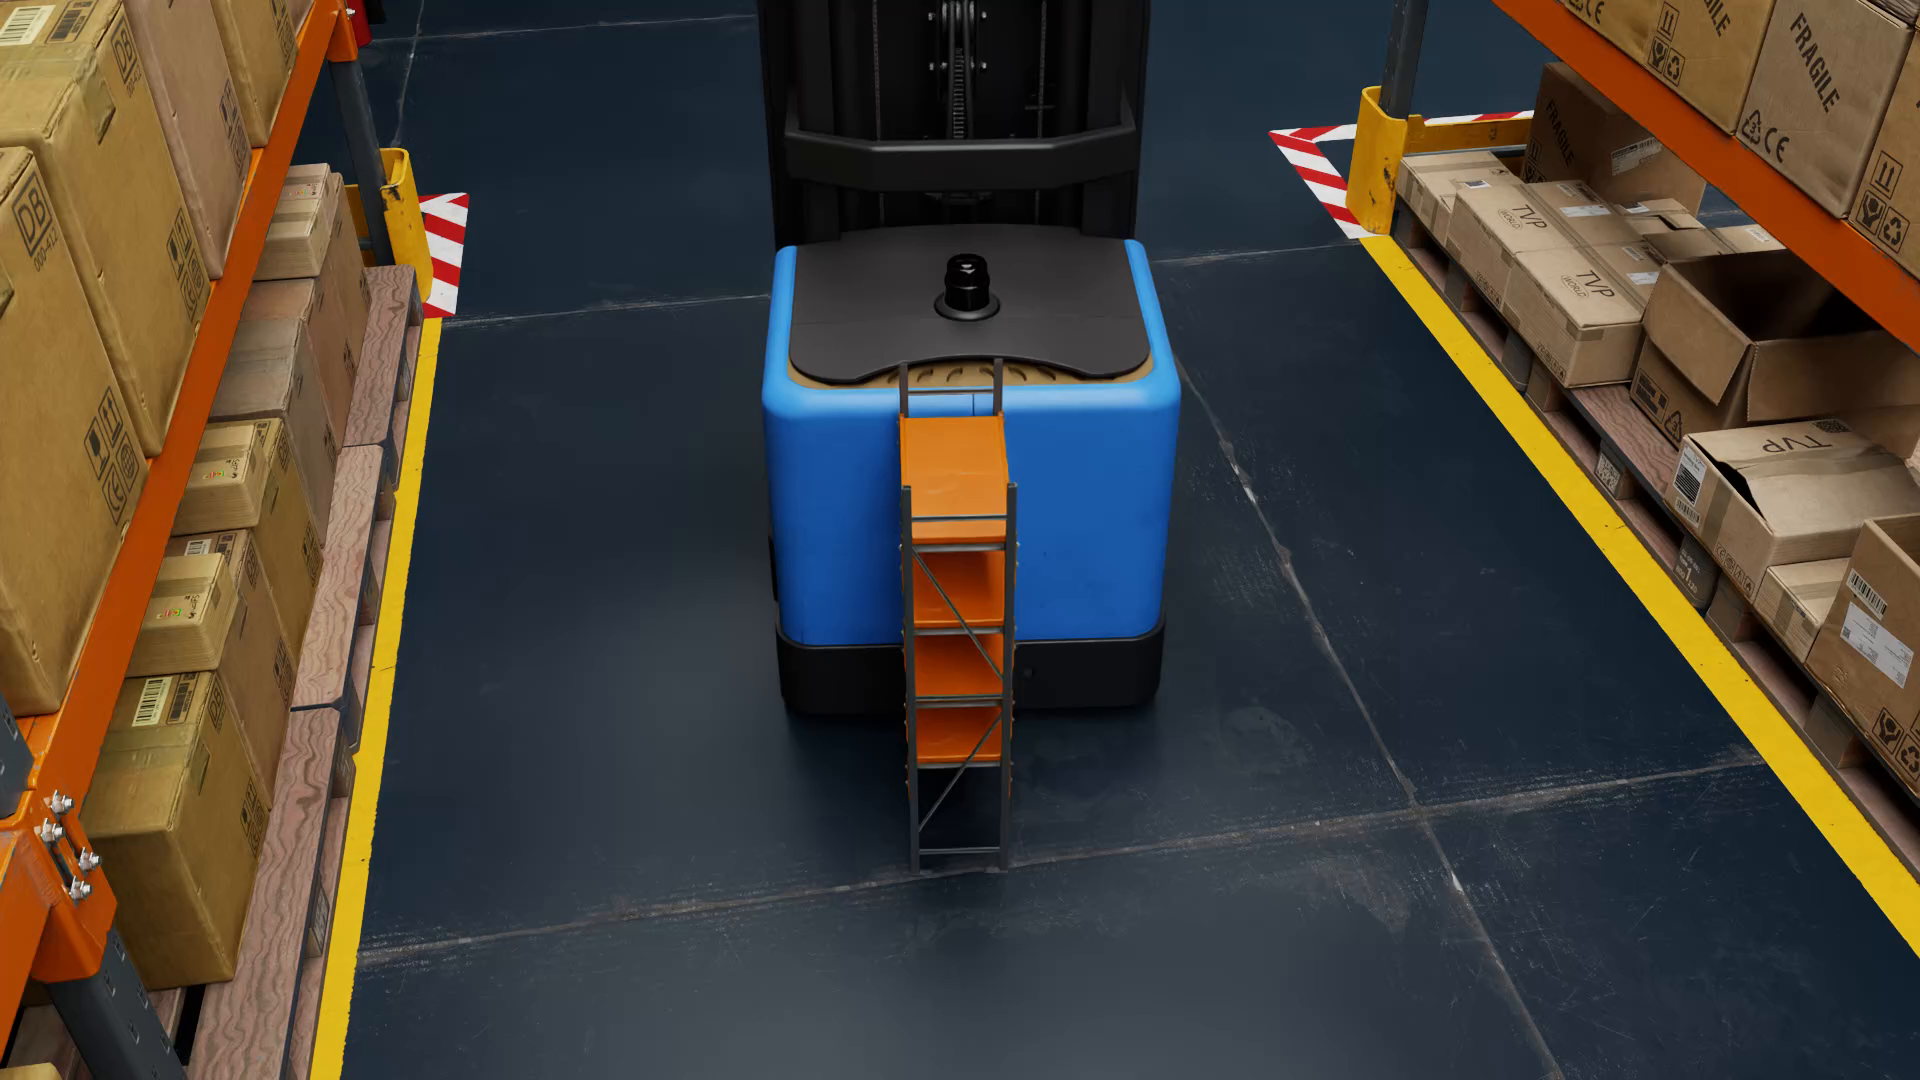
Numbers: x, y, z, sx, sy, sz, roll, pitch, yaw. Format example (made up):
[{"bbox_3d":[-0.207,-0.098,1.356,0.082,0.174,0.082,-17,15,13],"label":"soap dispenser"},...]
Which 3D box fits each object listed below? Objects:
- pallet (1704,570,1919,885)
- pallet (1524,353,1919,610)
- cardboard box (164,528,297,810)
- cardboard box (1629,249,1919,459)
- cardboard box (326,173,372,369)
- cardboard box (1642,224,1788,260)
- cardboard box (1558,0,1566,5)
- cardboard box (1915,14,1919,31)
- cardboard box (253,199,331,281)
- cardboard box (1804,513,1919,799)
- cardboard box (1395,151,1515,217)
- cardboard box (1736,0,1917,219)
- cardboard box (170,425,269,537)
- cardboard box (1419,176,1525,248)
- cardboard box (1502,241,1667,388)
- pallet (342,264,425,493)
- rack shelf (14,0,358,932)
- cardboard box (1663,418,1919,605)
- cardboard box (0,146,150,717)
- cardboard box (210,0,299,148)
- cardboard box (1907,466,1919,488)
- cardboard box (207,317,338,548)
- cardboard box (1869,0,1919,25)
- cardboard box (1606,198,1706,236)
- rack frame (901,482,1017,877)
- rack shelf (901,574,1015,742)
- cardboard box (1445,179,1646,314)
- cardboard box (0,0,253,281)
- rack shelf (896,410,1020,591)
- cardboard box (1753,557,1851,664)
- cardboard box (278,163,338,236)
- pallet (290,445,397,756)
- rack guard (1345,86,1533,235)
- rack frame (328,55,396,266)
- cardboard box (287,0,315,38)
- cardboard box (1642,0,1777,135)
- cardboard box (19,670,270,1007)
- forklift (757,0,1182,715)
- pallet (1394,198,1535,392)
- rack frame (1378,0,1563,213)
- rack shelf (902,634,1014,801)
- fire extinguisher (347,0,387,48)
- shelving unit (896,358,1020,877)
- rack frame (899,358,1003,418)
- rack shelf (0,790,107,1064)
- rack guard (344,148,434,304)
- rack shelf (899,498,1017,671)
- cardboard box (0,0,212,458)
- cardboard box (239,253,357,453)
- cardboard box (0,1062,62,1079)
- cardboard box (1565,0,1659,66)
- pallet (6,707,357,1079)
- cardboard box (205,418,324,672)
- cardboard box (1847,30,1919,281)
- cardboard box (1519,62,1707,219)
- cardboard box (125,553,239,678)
[{"bbox_3d":[2.805,0.451,4.498,1.003,0.211,1.213,-6,38,-8],"label":"pallet"},{"bbox_3d":[2.588,-0.288,5.448,1.003,0.211,1.213,-6,38,-8],"label":"pallet"},{"bbox_3d":[-2.066,0.354,4.044,0.700,0.500,0.500,-7,38,-8],"label":"cardboard box"},{"bbox_3d":[2.590,-0.558,5.199,0.797,0.503,0.637,-6,38,-8],"label":"cardboard box"},{"bbox_3d":[-2.431,-0.883,5.637,0.700,0.500,0.500,-6,38,-8],"label":"cardboard box"},{"bbox_3d":[2.698,-0.860,5.795,0.500,0.250,0.500,-6,38,-8],"label":"cardboard box"},{"bbox_3d":[2.137,-2.084,5.405,0.500,0.500,0.500,-7,38,-8],"label":"cardboard box"},{"bbox_3d":[2.489,-1.257,3.526,0.500,0.500,0.500,-7,38,-9],"label":"cardboard box"},{"bbox_3d":[-2.184,-0.927,5.165,0.380,0.149,0.250,-5,38,-7],"label":"cardboard box"},{"bbox_3d":[2.546,0.264,4.144,0.500,0.500,0.500,-6,38,-8],"label":"cardboard box"},{"bbox_3d":[1.959,-1.410,6.585,0.380,0.149,0.250,-6,38,-8],"label":"cardboard box"},{"bbox_3d":[2.401,-1.171,4.230,0.500,0.500,0.500,-5,38,-7],"label":"cardboard box"},{"bbox_3d":[-1.954,-0.140,4.151,0.380,0.149,0.250,-7,38,-9],"label":"cardboard box"},{"bbox_3d":[2.003,-1.266,6.385,0.380,0.166,0.250,-6,38,-8],"label":"cardboard box"},{"bbox_3d":[2.215,-0.776,5.687,0.500,0.250,0.500,-6,38,-8],"label":"cardboard box"},{"bbox_3d":[-2.435,-0.541,5.774,1.003,0.211,1.213,-6,38,-8],"label":"pallet"},{"bbox_3d":[-2.302,-0.624,4.195,1.077,0.370,4.000,-6,38,-8],"label":"rack shelf"},{"bbox_3d":[2.414,-0.114,4.785,0.500,0.311,0.500,-6,38,-8],"label":"cardboard box"},{"bbox_3d":[-2.030,-0.148,2.751,0.980,0.700,0.700,-6,38,-7],"label":"cardboard box"},{"bbox_3d":[-2.415,-1.490,4.478,0.980,0.700,0.700,-7,38,-8],"label":"cardboard box"},{"bbox_3d":[2.903,-0.089,4.870,0.380,0.166,0.250,-6,38,-8],"label":"cardboard box"},{"bbox_3d":[-2.255,-0.277,4.857,0.700,0.500,0.500,-7,38,-9],"label":"cardboard box"},{"bbox_3d":[2.401,-1.561,3.918,0.500,0.500,0.500,-6,38,-8],"label":"cardboard box"},{"bbox_3d":[2.544,-1.150,6.236,0.380,0.166,0.250,-6,38,-8],"label":"cardboard box"},{"bbox_3d":[-0.001,0.362,3.806,0.240,1.200,0.015,-1,38,-2],"label":"rack frame"},{"bbox_3d":[-0.011,0.266,4.040,0.258,0.148,0.480,-1,38,-2],"label":"rack shelf"},{"bbox_3d":[2.127,-1.078,6.076,0.500,0.250,0.500,-6,38,-8],"label":"cardboard box"},{"bbox_3d":[-2.290,-1.028,3.884,0.980,0.700,0.700,-8,39,-10],"label":"cardboard box"},{"bbox_3d":[-0.011,-0.098,3.757,0.258,0.148,0.480,-1,38,-2],"label":"rack shelf"},{"bbox_3d":[2.421,0.183,4.535,0.380,0.149,0.250,-6,38,-8],"label":"cardboard box"},{"bbox_3d":[-2.230,-1.081,5.363,0.380,0.149,0.250,-7,38,-8],"label":"cardboard box"},{"bbox_3d":[-2.225,0.195,4.827,1.003,0.211,1.213,-6,38,-8],"label":"pallet"},{"bbox_3d":[2.237,-1.618,6.926,1.175,0.500,0.348,-6,38,-8],"label":"rack guard"},{"bbox_3d":[-2.653,-2.116,5.529,1.000,3.000,0.127,-6,38,-8],"label":"rack frame"},{"bbox_3d":[-2.553,-1.928,5.042,0.980,0.700,0.700,-5,38,-6],"label":"cardboard box"},{"bbox_3d":[2.309,-1.478,4.626,0.500,0.500,0.500,-6,38,-7],"label":"cardboard box"},{"bbox_3d":[-1.982,0.658,3.653,0.700,0.500,0.500,-6,38,-7],"label":"cardboard box"},{"bbox_3d":[-0.026,-1.564,4.874,1.130,2.935,3.031,-1,38,-2],"label":"forklift"},{"bbox_3d":[2.378,-1.023,6.395,1.003,0.211,1.213,-6,38,-8],"label":"pallet"},{"bbox_3d":[2.224,-2.652,6.218,1.000,3.000,0.127,-6,38,-8],"label":"rack frame"},{"bbox_3d":[-0.011,0.422,4.162,0.258,0.148,0.480,-1,38,-2],"label":"rack shelf"},{"bbox_3d":[-2.225,-2.079,5.849,0.296,0.674,0.183,-6,38,-8],"label":"fire extinguisher"},{"bbox_3d":[-0.011,0.213,3.998,0.258,1.200,0.503,-1,38,-2],"label":"shelving unit"},{"bbox_3d":[-0.021,0.063,4.191,0.240,1.200,0.015,-1,38,-2],"label":"rack frame"},{"bbox_3d":[-1.601,1.792,1.085,1.077,0.370,4.000,-6,38,-8],"label":"rack shelf"},{"bbox_3d":[-2.657,-1.144,6.315,1.175,0.500,0.348,-6,38,-8],"label":"rack guard"},{"bbox_3d":[-0.011,0.089,3.903,0.258,0.148,0.480,-1,38,-2],"label":"rack shelf"},{"bbox_3d":[-2.153,-0.590,3.320,0.980,0.700,0.700,-7,38,-9],"label":"cardboard box"},{"bbox_3d":[-2.344,-0.581,5.248,0.700,0.500,0.500,-6,38,-8],"label":"cardboard box"},{"bbox_3d":[-1.709,1.361,2.463,0.750,0.750,0.750,-6,38,-7],"label":"cardboard box"},{"bbox_3d":[2.223,-1.780,5.015,0.500,0.500,0.500,-6,38,-8],"label":"cardboard box"},{"bbox_3d":[-2.008,0.933,3.877,1.003,0.211,1.213,-6,38,-8],"label":"pallet"},{"bbox_3d":[-2.154,0.044,4.443,0.700,0.500,0.500,-5,38,-7],"label":"cardboard box"},{"bbox_3d":[2.493,-0.861,3.831,0.500,0.500,0.500,-5,38,-7],"label":"cardboard box"},{"bbox_3d":[2.561,-1.536,6.461,0.500,0.500,0.500,-6,38,-8],"label":"cardboard box"},{"bbox_3d":[-1.862,0.175,3.746,0.380,0.149,0.250,-5,38,-6],"label":"cardboard box"}]
